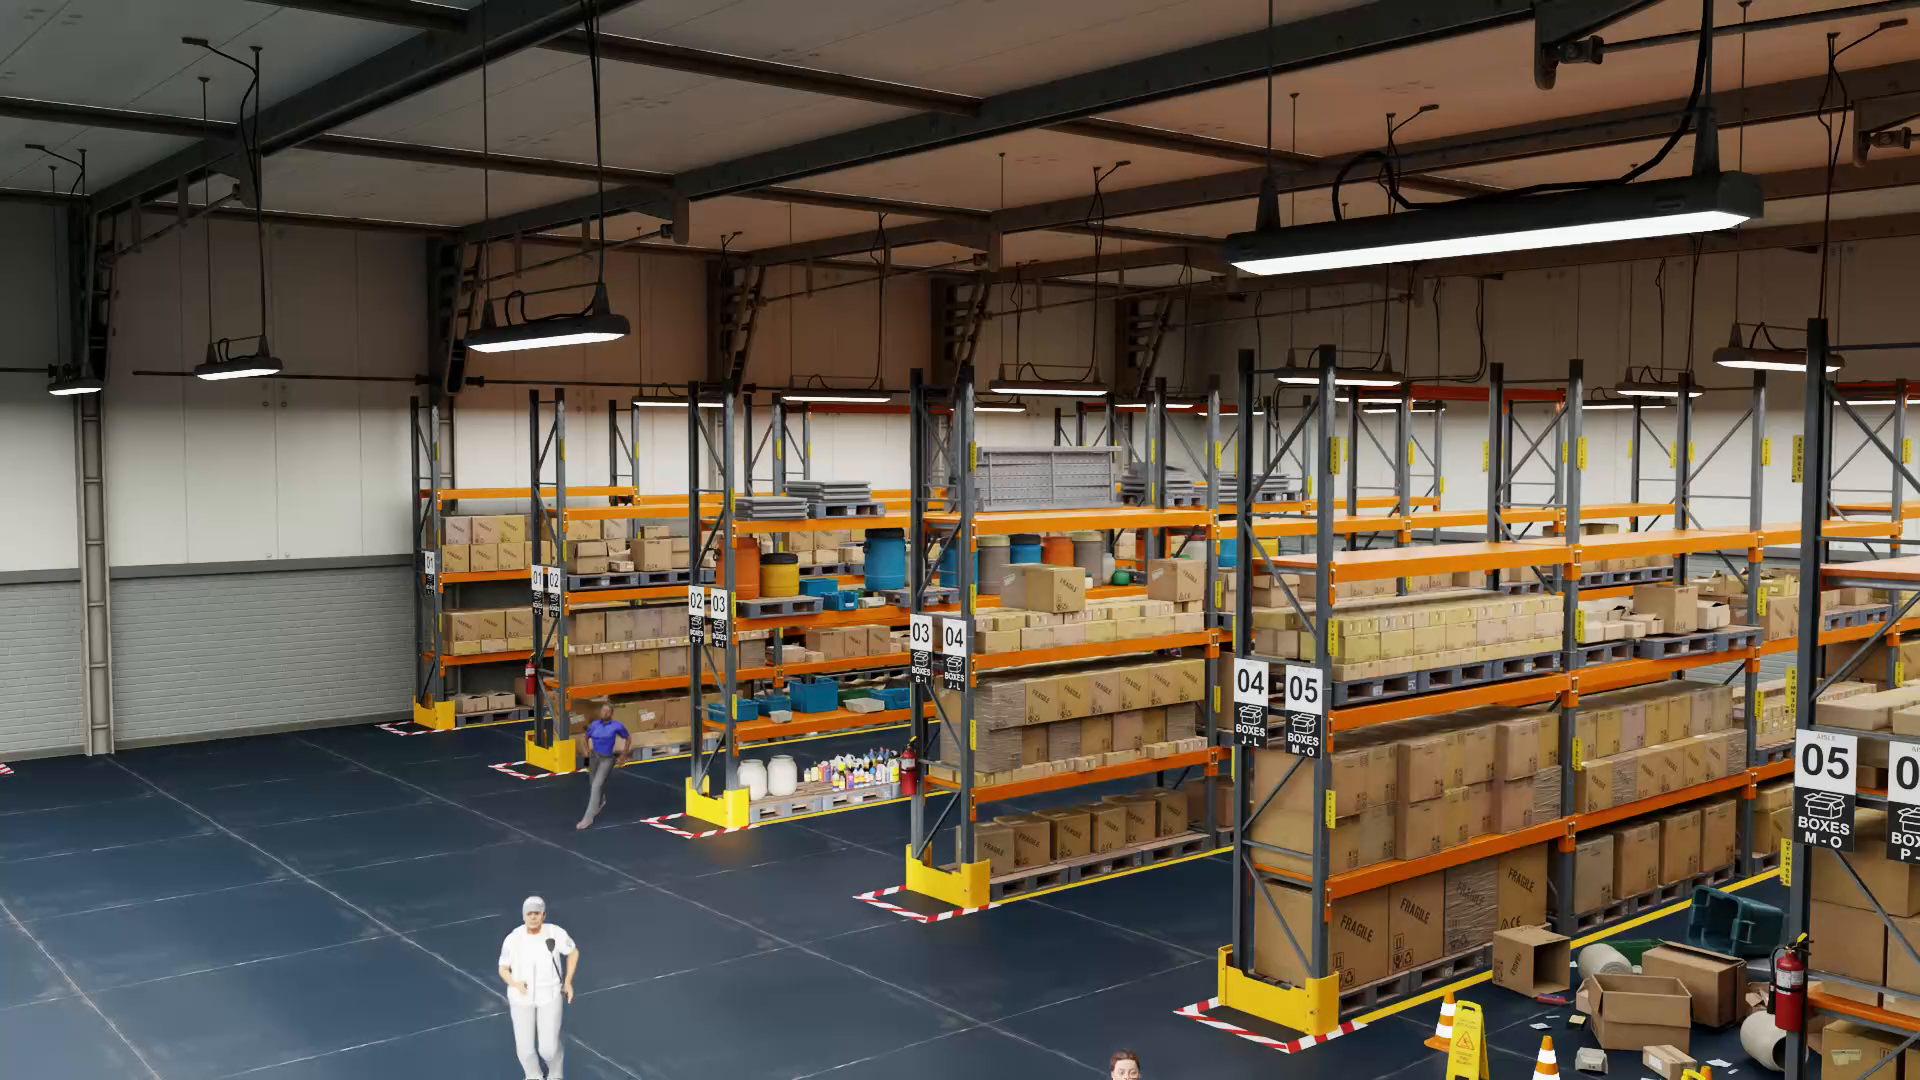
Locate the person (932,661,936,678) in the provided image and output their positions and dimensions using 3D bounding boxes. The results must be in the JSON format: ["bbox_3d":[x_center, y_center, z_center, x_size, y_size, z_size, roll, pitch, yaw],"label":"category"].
[{"bbox_3d":[-0.539,2.289,34.605,0.550,1.656,0.926,2,4,35],"label":"person"}]

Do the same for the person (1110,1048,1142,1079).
[{"bbox_3d":[0.964,3.771,9.752,0.575,1.627,0.606,0,3,0],"label":"person"}]

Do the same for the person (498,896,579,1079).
[{"bbox_3d":[-3.282,3.586,12.917,0.595,1.628,0.557,0,3,-8],"label":"person"}]

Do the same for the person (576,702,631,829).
[{"bbox_3d":[-4.839,3.012,22.481,0.668,1.640,0.915,1,4,16],"label":"person"}]
